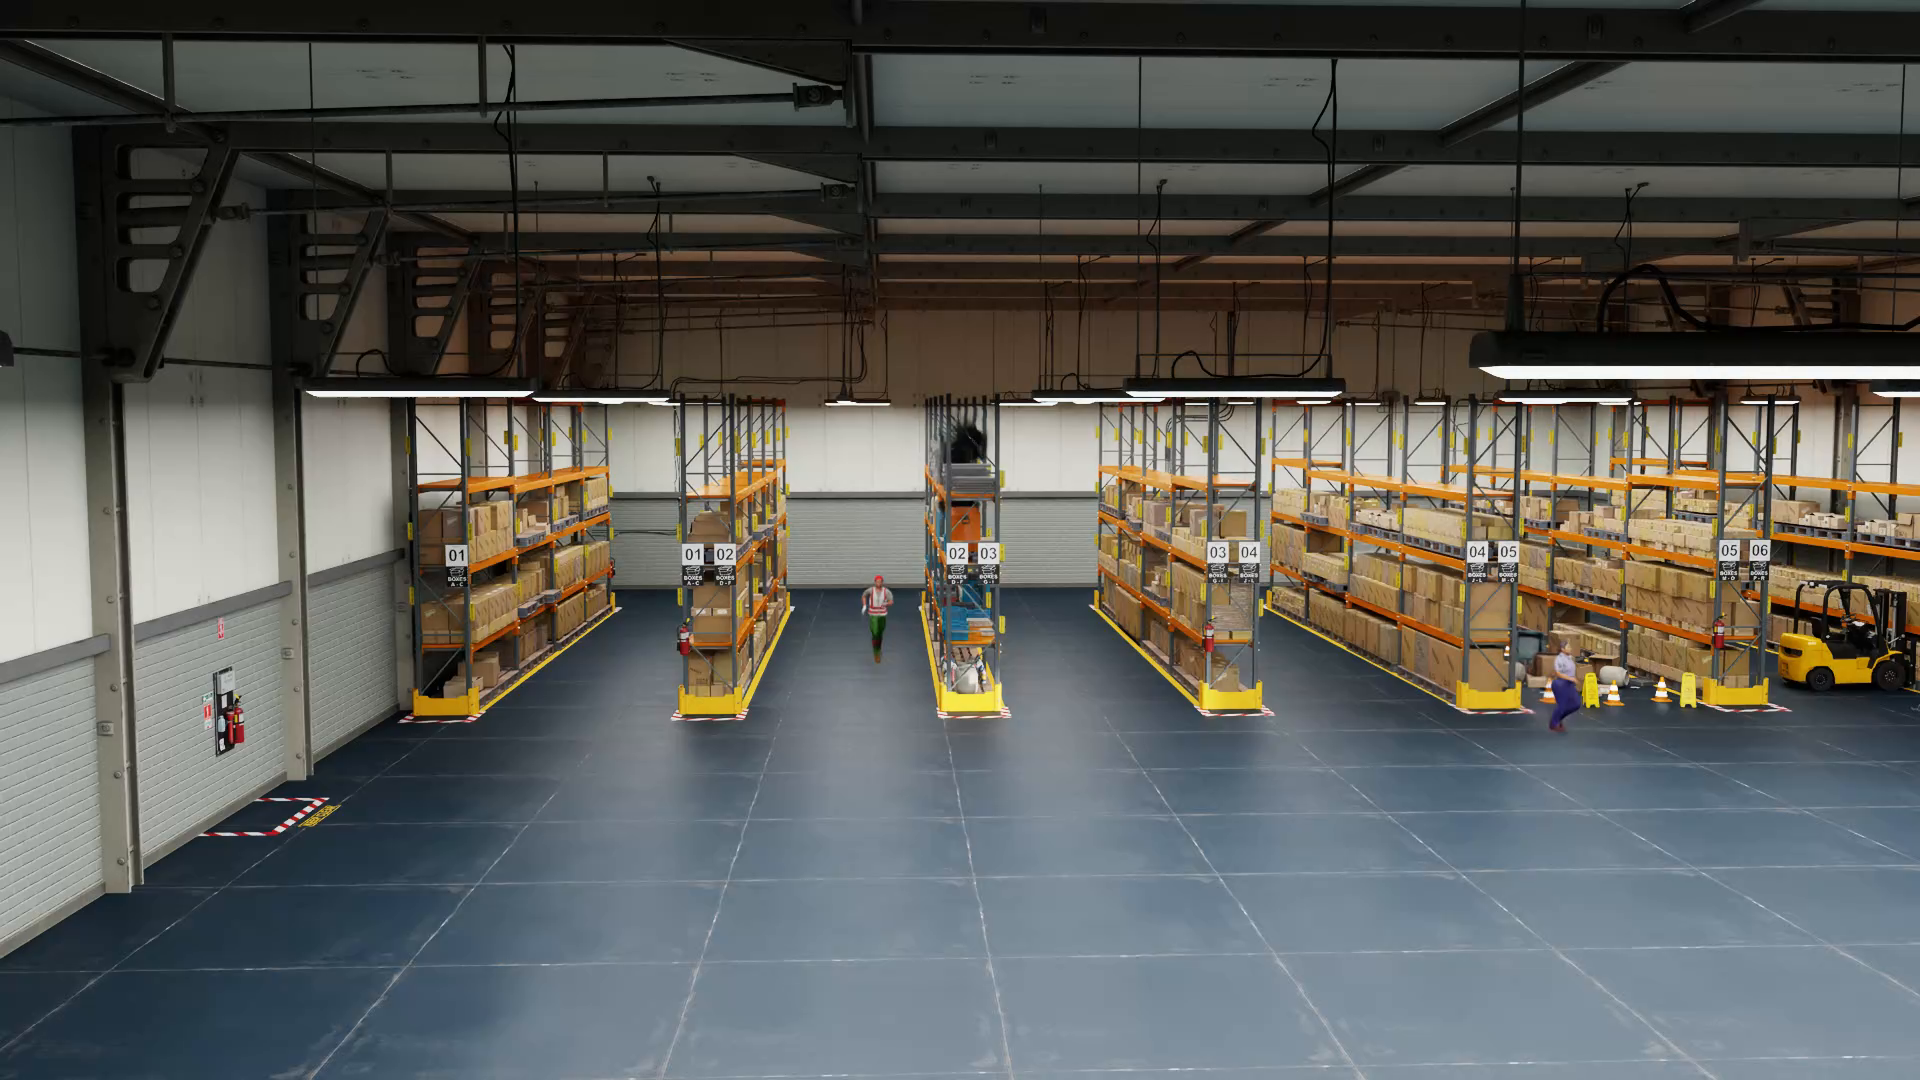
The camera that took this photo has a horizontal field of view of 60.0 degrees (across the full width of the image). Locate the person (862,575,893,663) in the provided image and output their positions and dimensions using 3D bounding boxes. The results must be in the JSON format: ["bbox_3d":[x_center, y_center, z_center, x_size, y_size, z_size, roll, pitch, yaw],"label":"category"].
[{"bbox_3d":[-1.780,1.697,36.187,0.643,1.894,0.837,-1,5,-15],"label":"person"}]

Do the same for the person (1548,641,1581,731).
[{"bbox_3d":[10.733,2.591,29.406,0.569,1.586,0.646,4,6,44],"label":"person"}]
